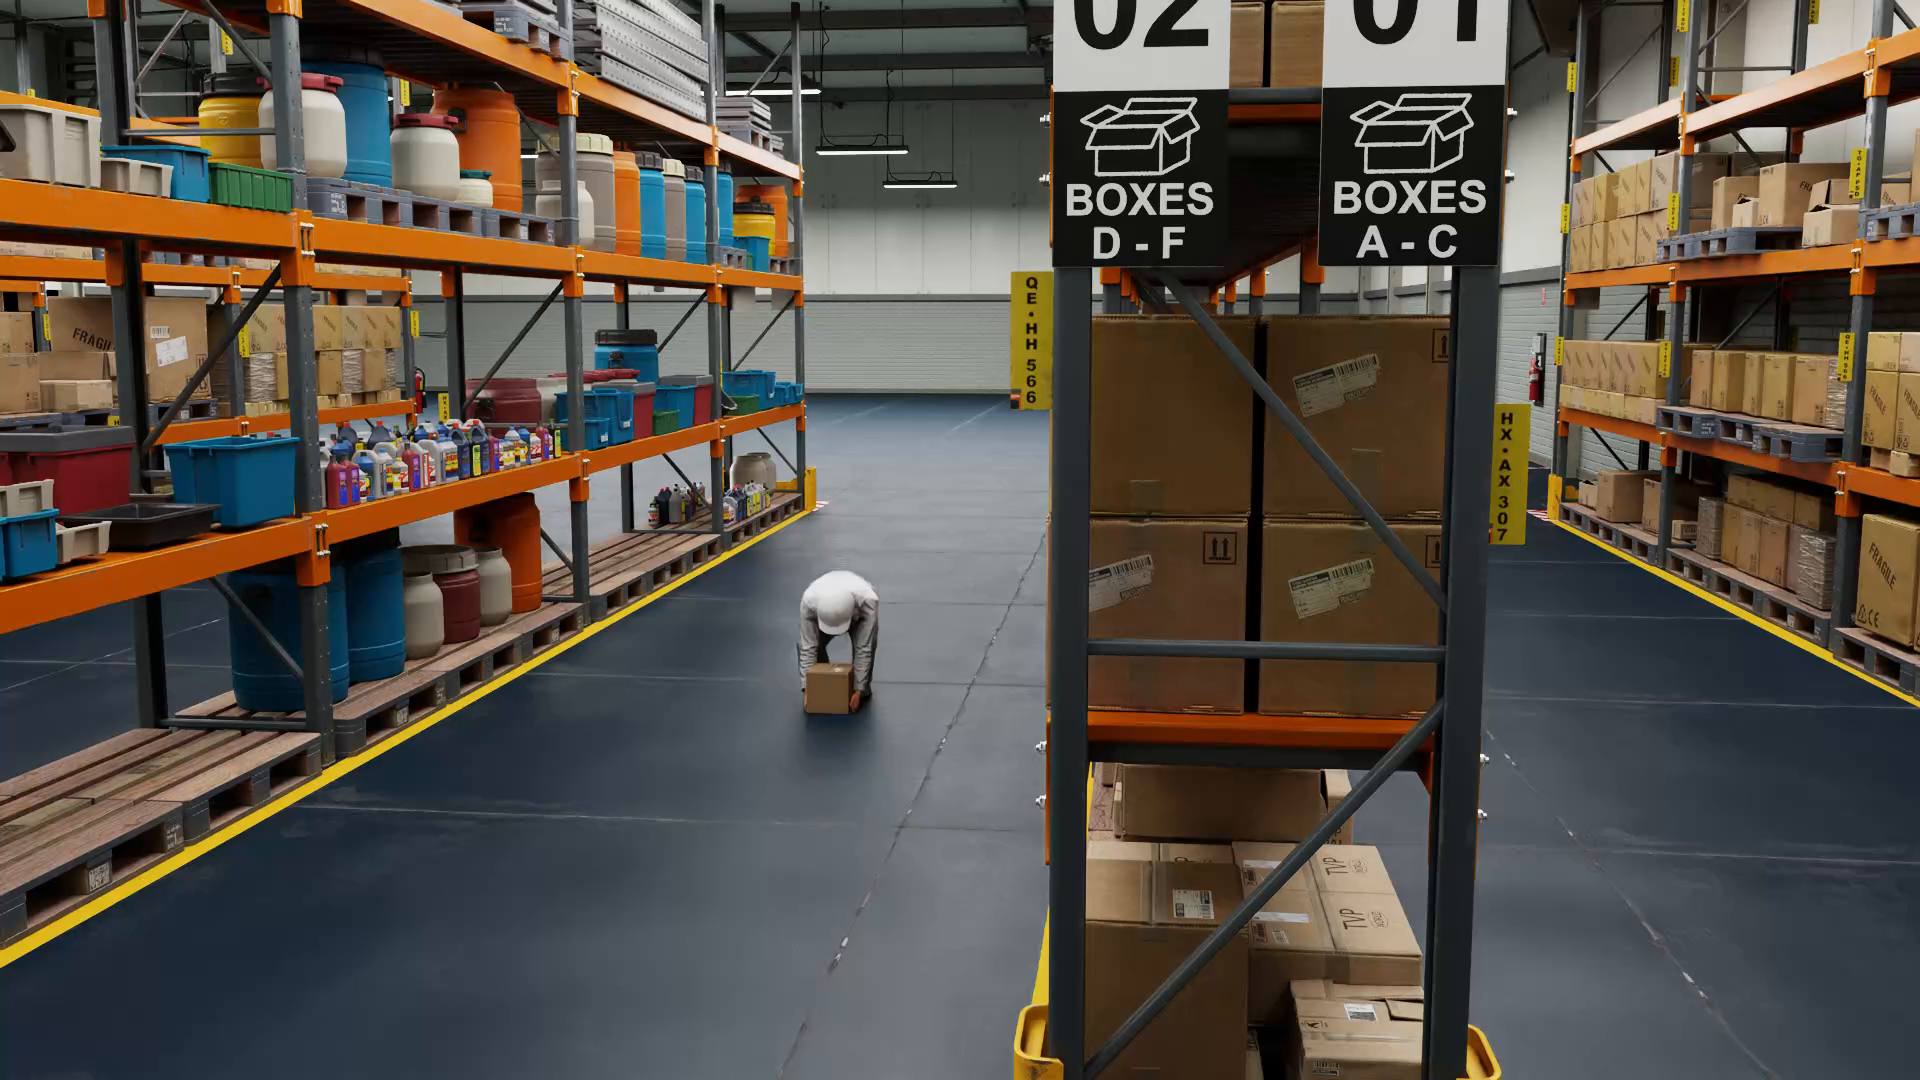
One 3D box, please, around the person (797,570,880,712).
[{"bbox_3d":[-0.736,0.601,10.075,0.502,0.779,0.972,1,8,5],"label":"person"}]
